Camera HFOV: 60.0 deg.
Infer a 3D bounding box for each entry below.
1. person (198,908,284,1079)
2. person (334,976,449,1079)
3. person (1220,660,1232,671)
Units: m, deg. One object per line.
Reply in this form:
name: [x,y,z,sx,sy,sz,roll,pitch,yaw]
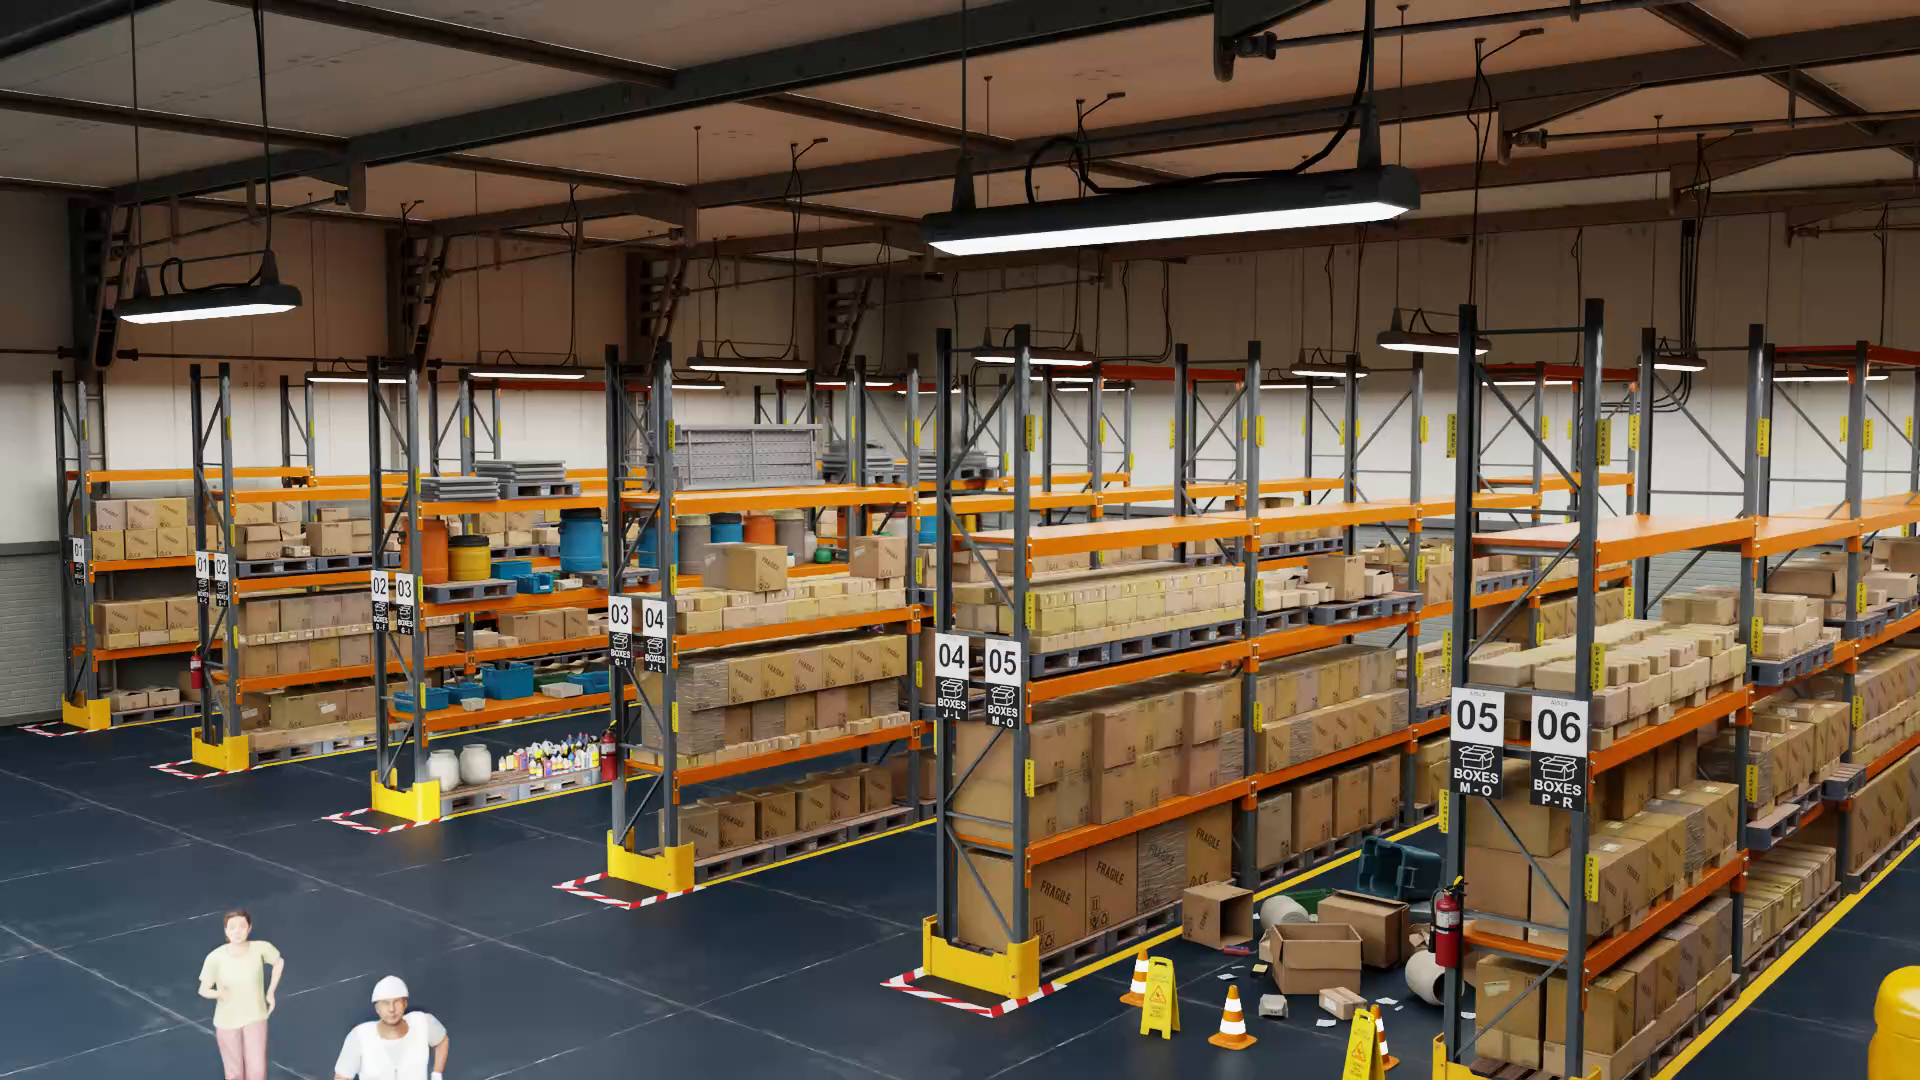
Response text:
person: [-5.124,3.475,11.873,0.558,1.705,0.670,-2,4,-20]
person: [-3.424,3.520,10.060,0.682,1.787,0.978,-2,4,-21]
person: [3.896,2.564,24.483,0.562,1.665,0.867,3,5,35]
